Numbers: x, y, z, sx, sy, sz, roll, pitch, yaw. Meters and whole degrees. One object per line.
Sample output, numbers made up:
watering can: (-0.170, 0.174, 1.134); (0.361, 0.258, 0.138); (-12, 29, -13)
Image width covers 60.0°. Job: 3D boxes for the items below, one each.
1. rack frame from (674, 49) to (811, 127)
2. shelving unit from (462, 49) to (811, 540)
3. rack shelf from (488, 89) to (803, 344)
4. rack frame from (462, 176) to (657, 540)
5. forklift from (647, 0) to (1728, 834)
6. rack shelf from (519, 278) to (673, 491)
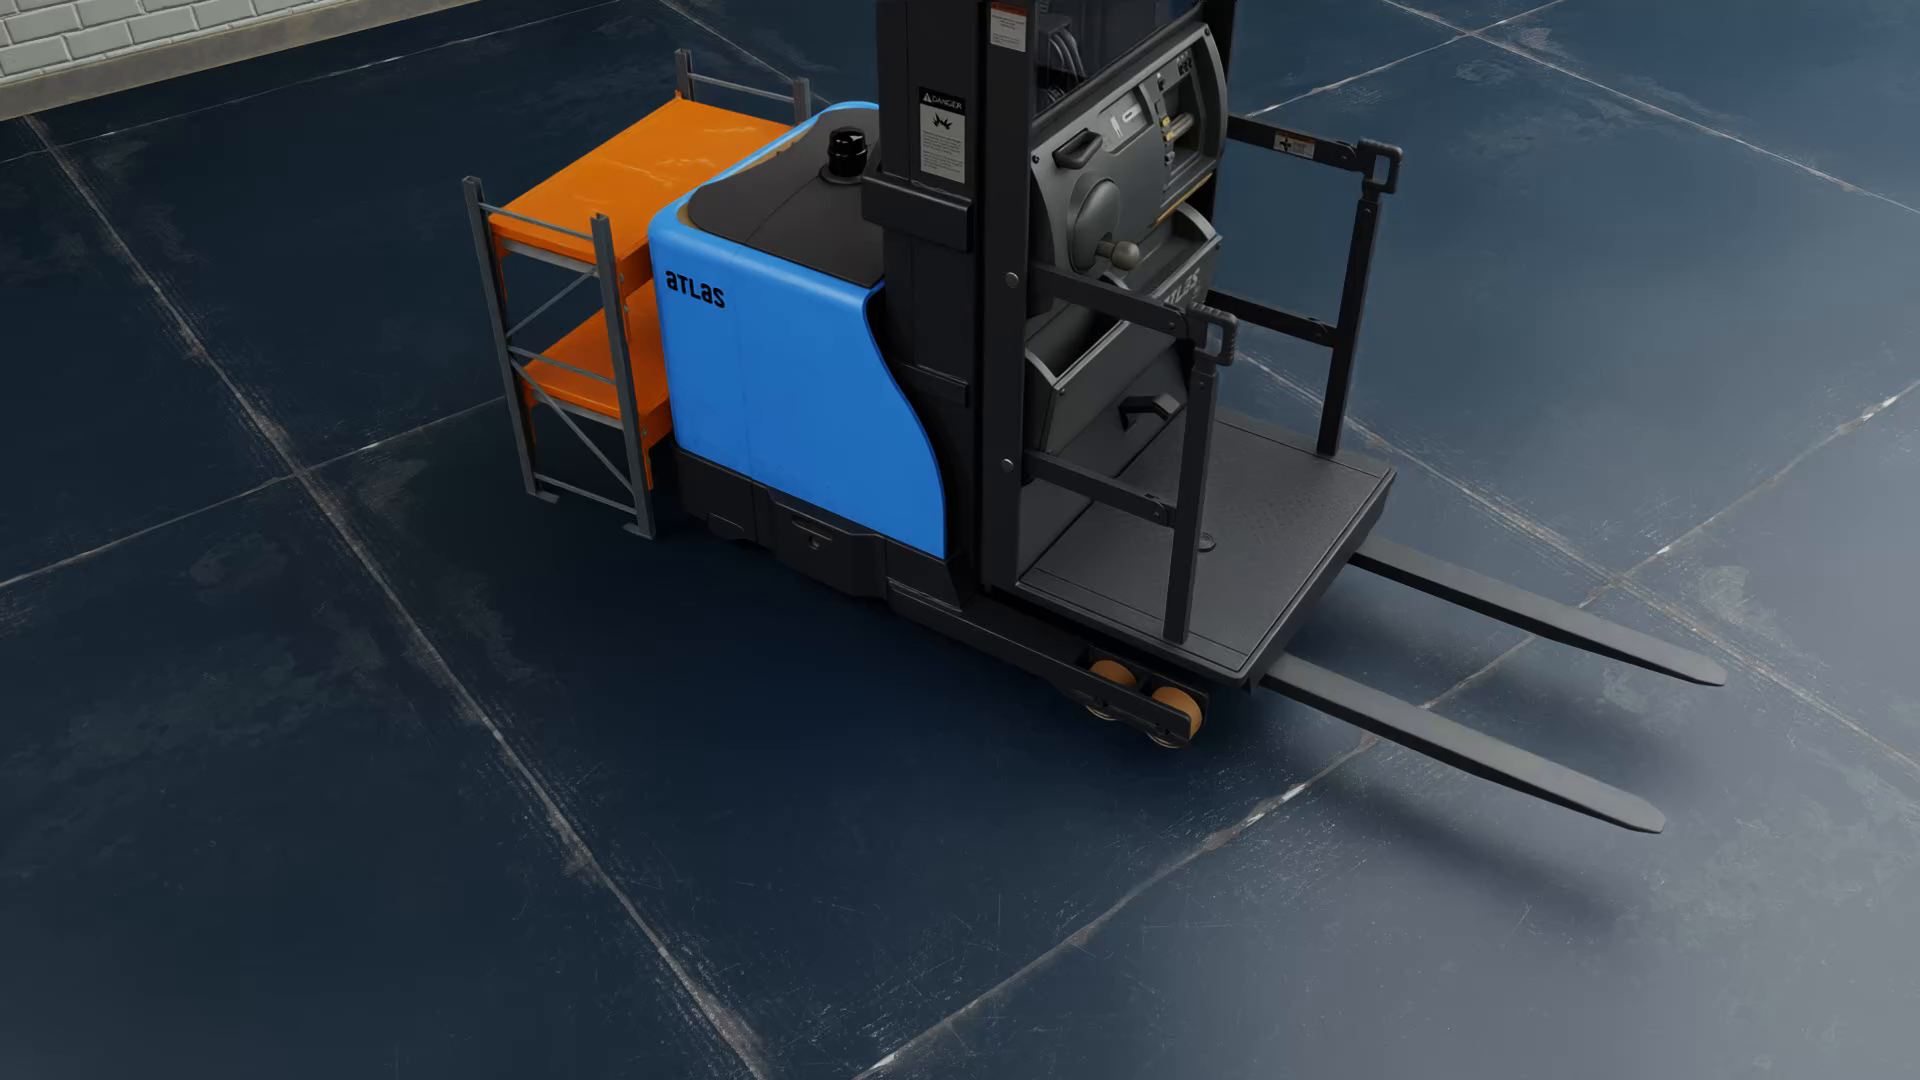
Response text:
rack frame: (-0.704, -1.087, 5.688); (0.500, 1.125, 0.032); (19, 43, 22)
shelving unit: (-0.946, -0.804, 5.343); (0.538, 1.125, 1.048); (19, 43, 22)
rack shelf: (-0.946, -1.030, 5.157); (0.538, 0.278, 1.000); (19, 43, 22)
rack frame: (-1.189, -0.520, 4.998); (0.500, 1.125, 0.032); (19, 43, 22)
forklift: (0.614, -0.951, 4.099); (3.031, 2.935, 1.130); (22, 44, 25)
rack shelf: (-0.946, -0.615, 5.498); (0.538, 0.278, 1.000); (19, 43, 22)
